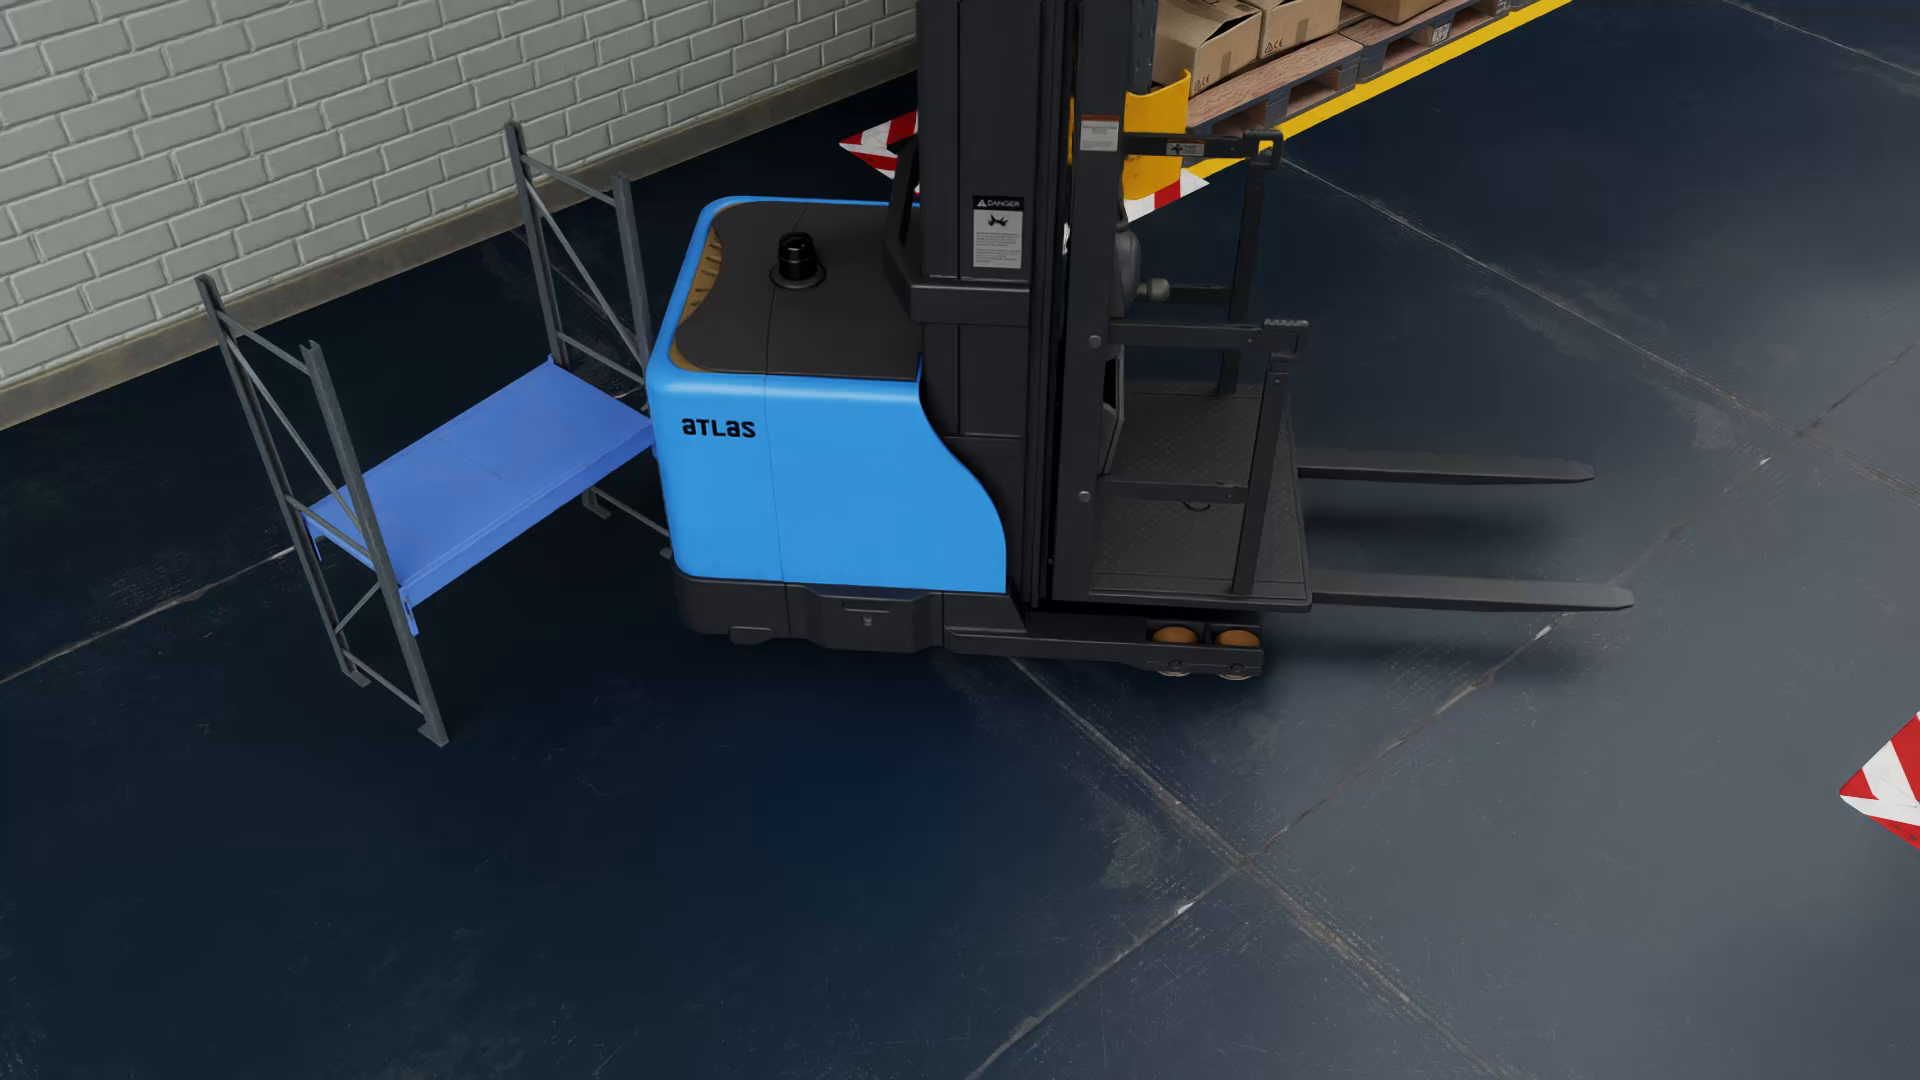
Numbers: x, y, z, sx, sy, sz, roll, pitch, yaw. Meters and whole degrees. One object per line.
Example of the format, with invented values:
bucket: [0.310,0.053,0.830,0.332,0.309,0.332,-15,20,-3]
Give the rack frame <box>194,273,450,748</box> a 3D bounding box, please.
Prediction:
rack frame: [-1.767,-0.028,4.684,0.500,1.500,0.032,29,50,27]

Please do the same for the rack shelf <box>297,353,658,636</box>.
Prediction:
rack shelf: [-1.448,-0.167,5.096,0.538,0.185,1.000,29,50,27]

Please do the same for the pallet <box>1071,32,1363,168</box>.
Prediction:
pallet: [1.159,-2.282,8.025,1.213,0.211,1.003,-30,51,-28]

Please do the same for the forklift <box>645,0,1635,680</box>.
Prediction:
forklift: [0.629,-1.004,4.678,3.031,2.935,1.130,3,43,3]

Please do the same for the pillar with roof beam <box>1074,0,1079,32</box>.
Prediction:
pillar with roof beam: [3.198,-3.615,3.025,0.400,9.000,9.100,-30,51,-28]

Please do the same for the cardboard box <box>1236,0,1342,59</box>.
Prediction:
cardboard box: [1.480,-2.614,7.985,0.500,0.311,0.500,-26,49,-25]

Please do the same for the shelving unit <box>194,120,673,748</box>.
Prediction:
shelving unit: [-1.448,-0.299,4.972,0.538,1.500,1.048,29,50,27]

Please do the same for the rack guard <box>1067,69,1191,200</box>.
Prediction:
rack guard: [0.513,-2.049,7.566,0.348,0.500,1.175,-30,51,-28]

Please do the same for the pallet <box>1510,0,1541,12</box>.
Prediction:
pallet: [3.030,-3.354,9.167,1.213,0.211,1.003,-30,51,-28]

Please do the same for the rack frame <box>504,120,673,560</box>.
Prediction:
rack frame: [-1.129,-0.569,5.261,0.500,1.500,0.032,29,50,27]

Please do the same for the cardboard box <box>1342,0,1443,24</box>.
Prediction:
cardboard box: [2.075,-2.979,8.235,0.500,0.500,0.700,-33,52,-30]

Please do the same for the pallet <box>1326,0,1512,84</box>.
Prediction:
pallet: [2.094,-2.815,8.593,1.213,0.211,1.003,-30,51,-28]

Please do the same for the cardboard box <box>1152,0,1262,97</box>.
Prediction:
cardboard box: [1.043,-2.364,7.718,0.500,0.311,0.500,33,52,30]

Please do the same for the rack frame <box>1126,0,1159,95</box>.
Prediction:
rack frame: [0.454,-2.927,6.675,0.127,3.000,1.000,-30,51,-28]
